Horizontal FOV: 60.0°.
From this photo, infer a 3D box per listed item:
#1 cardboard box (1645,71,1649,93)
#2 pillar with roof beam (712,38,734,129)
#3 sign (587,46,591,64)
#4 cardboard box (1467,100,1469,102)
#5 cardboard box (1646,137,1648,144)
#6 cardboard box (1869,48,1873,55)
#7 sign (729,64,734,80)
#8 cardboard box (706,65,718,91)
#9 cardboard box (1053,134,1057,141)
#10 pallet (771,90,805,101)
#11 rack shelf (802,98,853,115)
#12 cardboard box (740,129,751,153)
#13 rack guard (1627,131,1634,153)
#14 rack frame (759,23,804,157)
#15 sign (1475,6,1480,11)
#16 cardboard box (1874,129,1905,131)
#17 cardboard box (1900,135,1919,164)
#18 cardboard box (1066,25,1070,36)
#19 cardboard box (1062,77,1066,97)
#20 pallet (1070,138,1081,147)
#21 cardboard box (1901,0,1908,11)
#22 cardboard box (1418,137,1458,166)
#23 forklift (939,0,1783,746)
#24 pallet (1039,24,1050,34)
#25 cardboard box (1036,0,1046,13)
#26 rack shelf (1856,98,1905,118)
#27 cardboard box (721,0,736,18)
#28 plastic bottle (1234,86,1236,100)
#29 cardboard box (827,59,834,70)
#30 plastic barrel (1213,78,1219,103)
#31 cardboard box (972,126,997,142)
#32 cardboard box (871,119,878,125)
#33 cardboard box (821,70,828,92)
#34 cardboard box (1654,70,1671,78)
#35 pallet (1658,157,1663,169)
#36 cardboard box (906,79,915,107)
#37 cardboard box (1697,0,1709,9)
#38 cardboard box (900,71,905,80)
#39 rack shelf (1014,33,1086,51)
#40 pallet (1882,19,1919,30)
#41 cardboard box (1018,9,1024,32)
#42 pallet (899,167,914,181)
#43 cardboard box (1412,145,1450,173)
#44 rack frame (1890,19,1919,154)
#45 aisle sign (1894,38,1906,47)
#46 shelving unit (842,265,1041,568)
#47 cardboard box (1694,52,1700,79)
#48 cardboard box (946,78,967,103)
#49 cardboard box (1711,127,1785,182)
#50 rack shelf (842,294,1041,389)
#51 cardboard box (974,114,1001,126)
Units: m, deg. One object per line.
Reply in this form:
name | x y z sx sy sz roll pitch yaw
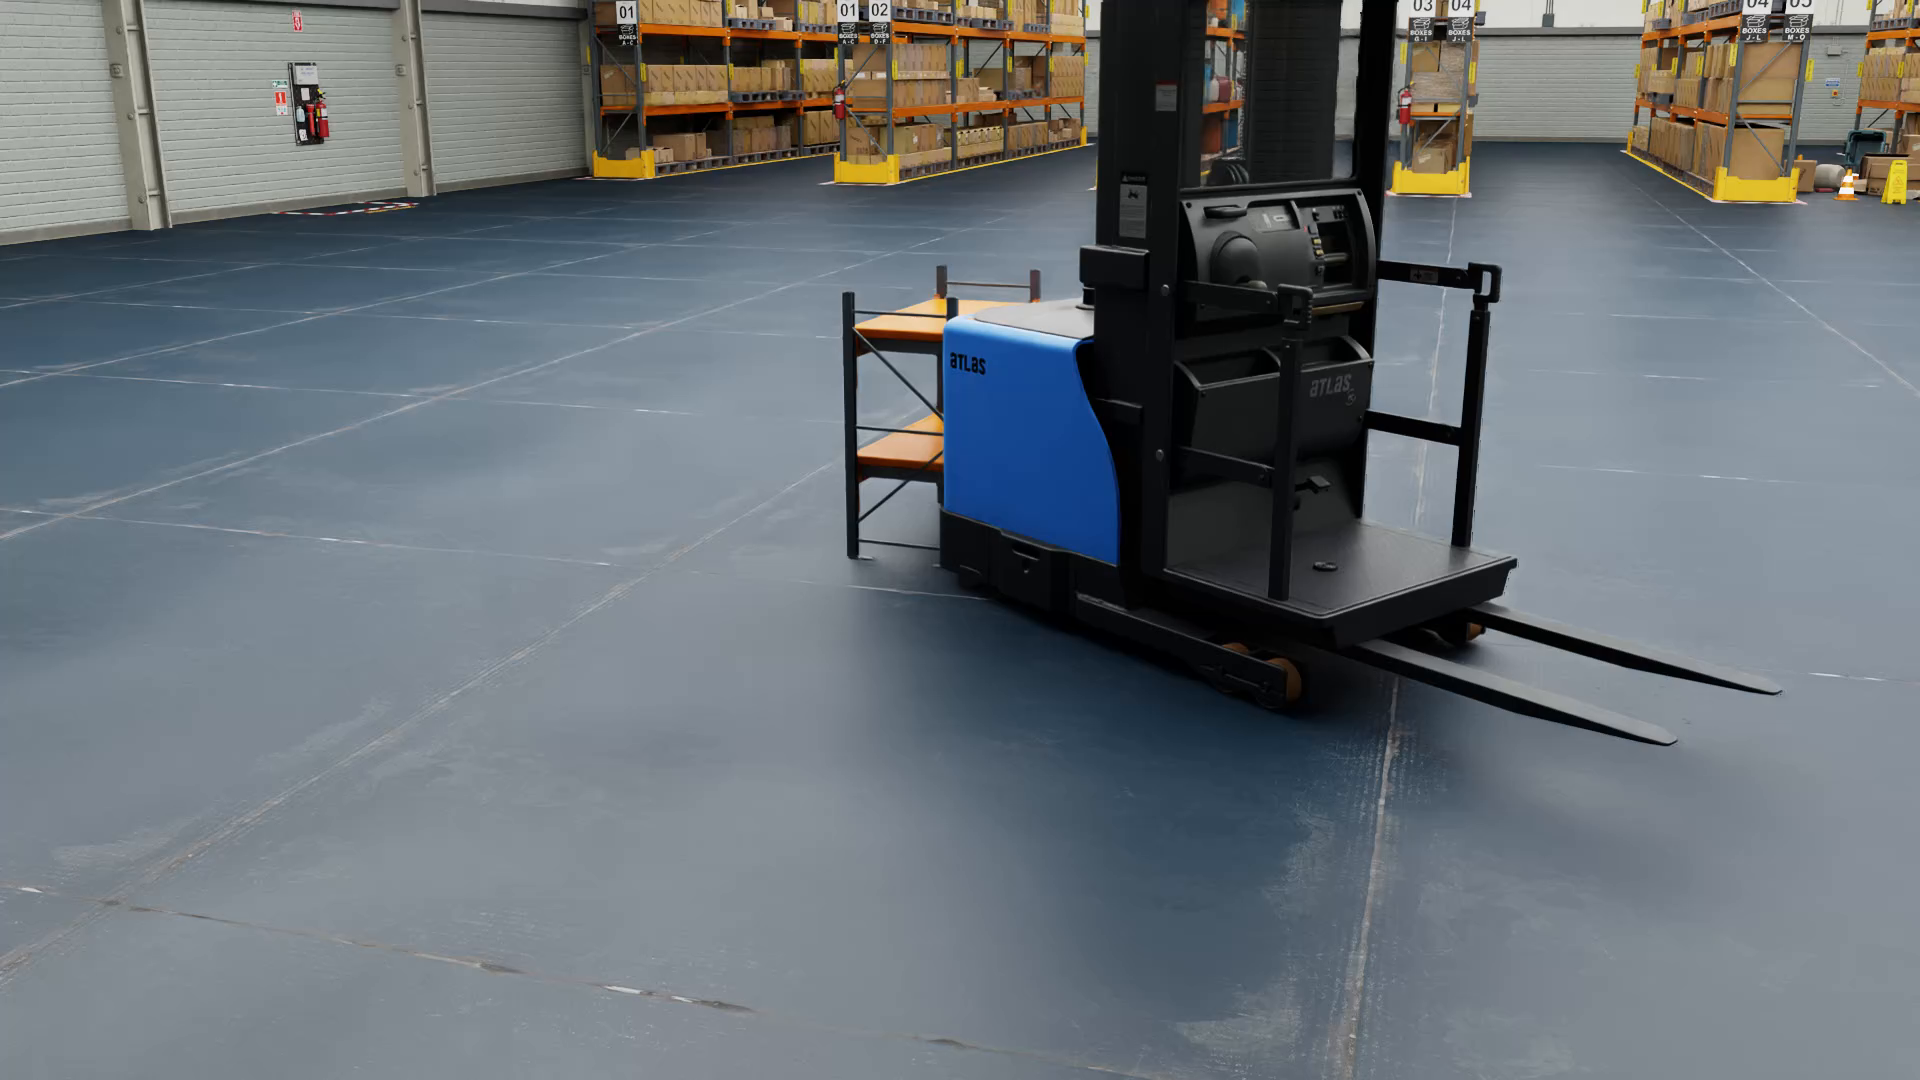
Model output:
cardboard box | 16.094 -10.556 38.320 0.500 0.500 0.500 5 16 16
pillar with roof beam | -1.245 -12.747 35.778 9.100 9.000 0.400 5 16 16
sign | -6.974 -9.132 31.327 0.100 0.325 0.005 5 16 16
cardboard box | 8.984 -7.869 30.037 0.380 0.149 0.250 5 16 16
cardboard box | 15.721 -9.031 37.583 0.380 0.149 0.250 5 17 17
cardboard box | 21.482 -11.409 38.853 0.380 0.149 0.250 5 17 17
sign | -4.789 -9.797 34.788 0.100 0.325 0.005 5 16 16
cardboard box | -5.285 -9.441 33.980 0.500 0.500 0.500 5 16 16
cardboard box | 2.276 -10.300 42.531 0.380 0.166 0.250 5 16 16
pallet | -4.275 -10.181 38.076 1.213 0.211 1.003 5 16 16
rack shelf | -3.606 -10.645 40.680 1.077 0.370 4.000 5 16 16
cardboard box | -5.019 -8.763 36.502 0.700 0.500 0.500 4 16 15
rack guard | 17.052 -9.775 40.875 1.175 0.500 0.348 5 16 16
rack frame | -4.174 -10.468 38.737 1.000 3.000 0.127 5 16 16
sign | 10.593 -10.964 34.044 0.100 0.325 0.005 5 16 16
cardboard box | 21.504 -9.189 38.153 0.875 0.438 0.875 5 17 17
cardboard box | 16.723 -6.792 28.972 0.500 0.500 0.500 5 16 16
cardboard box | 2.517 -13.002 42.450 0.500 0.250 0.500 5 16 16
cardboard box | 2.406 -11.556 42.391 0.500 0.500 0.500 5 16 16
pallet | 2.602 -10.607 44.340 1.003 0.211 1.213 5 16 16
cardboard box | 21.064 -11.691 36.413 0.797 0.503 0.637 6 17 20
cardboard box | 9.131 -7.437 31.826 0.700 0.500 0.500 3 16 12
forklift | 1.237 -1.014 5.534 1.130 2.935 3.031 -13 20 -37
pallet | 1.460 -12.318 40.109 1.213 0.211 1.003 5 16 16
cardboard box | 1.815 -13.233 40.975 0.700 0.500 0.500 5 16 16
rack shelf | 21.280 -9.770 37.597 1.077 0.370 4.000 5 16 16
cardboard box | -5.079 -11.251 35.049 0.500 0.500 0.500 7 17 24
plastic bottle | 6.201 -10.168 37.771 0.144 0.351 0.185 5 16 16
cardboard box | -3.369 -11.534 40.356 0.500 0.250 0.500 4 16 15
plastic barrel | 5.237 -9.467 35.006 0.421 0.512 0.421 0 16 0
cardboard box | 0.522 -8.941 36.596 0.500 0.311 0.500 4 16 15
cardboard box | -2.581 -10.832 43.834 0.700 0.500 0.500 4 16 15
cardboard box | -3.491 -11.042 39.996 0.500 0.500 0.500 5 16 16
cardboard box | 15.089 -9.978 35.612 0.380 0.149 0.250 4 16 15
pallet | 15.023 -7.767 34.326 1.003 0.211 1.213 5 16 16
cardboard box | -1.261 -8.428 31.362 0.700 0.500 0.500 5 17 16
cardboard box | 13.950 -9.984 30.744 0.500 0.311 0.500 4 16 14
cardboard box | -1.235 -8.572 30.682 0.380 0.149 0.250 5 16 16
rack shelf | 2.281 -12.751 42.609 1.077 0.370 4.000 5 16 16
pallet | 21.302 -11.525 37.130 1.003 0.211 1.213 5 16 16
cardboard box | 0.961 -11.962 38.325 0.910 0.500 0.500 5 16 16
pallet | -1.520 -6.853 31.104 1.003 0.211 1.213 5 16 16
cardboard box | 8.130 -6.543 28.711 0.500 0.500 0.500 10 18 30
rack frame | 20.711 -9.593 35.654 1.000 3.000 0.127 5 16 16
aisle sign | 22.166 -11.885 38.971 0.394 0.787 0.004 5 16 16
shelving unit | -0.056 -0.575 7.294 0.538 1.125 1.048 6 17 21
cardboard box | 14.232 -8.916 31.251 0.700 0.500 0.500 4 16 15
cardboard box | -0.177 -9.423 34.872 0.500 0.500 0.500 6 17 20
cardboard box | 12.656 -6.173 26.722 0.875 0.875 0.875 5 17 16
rack shelf | -0.056 -0.856 7.215 0.538 0.278 1.000 6 17 21
cardboard box | 0.629 -9.732 38.544 0.500 0.250 0.500 5 17 18
